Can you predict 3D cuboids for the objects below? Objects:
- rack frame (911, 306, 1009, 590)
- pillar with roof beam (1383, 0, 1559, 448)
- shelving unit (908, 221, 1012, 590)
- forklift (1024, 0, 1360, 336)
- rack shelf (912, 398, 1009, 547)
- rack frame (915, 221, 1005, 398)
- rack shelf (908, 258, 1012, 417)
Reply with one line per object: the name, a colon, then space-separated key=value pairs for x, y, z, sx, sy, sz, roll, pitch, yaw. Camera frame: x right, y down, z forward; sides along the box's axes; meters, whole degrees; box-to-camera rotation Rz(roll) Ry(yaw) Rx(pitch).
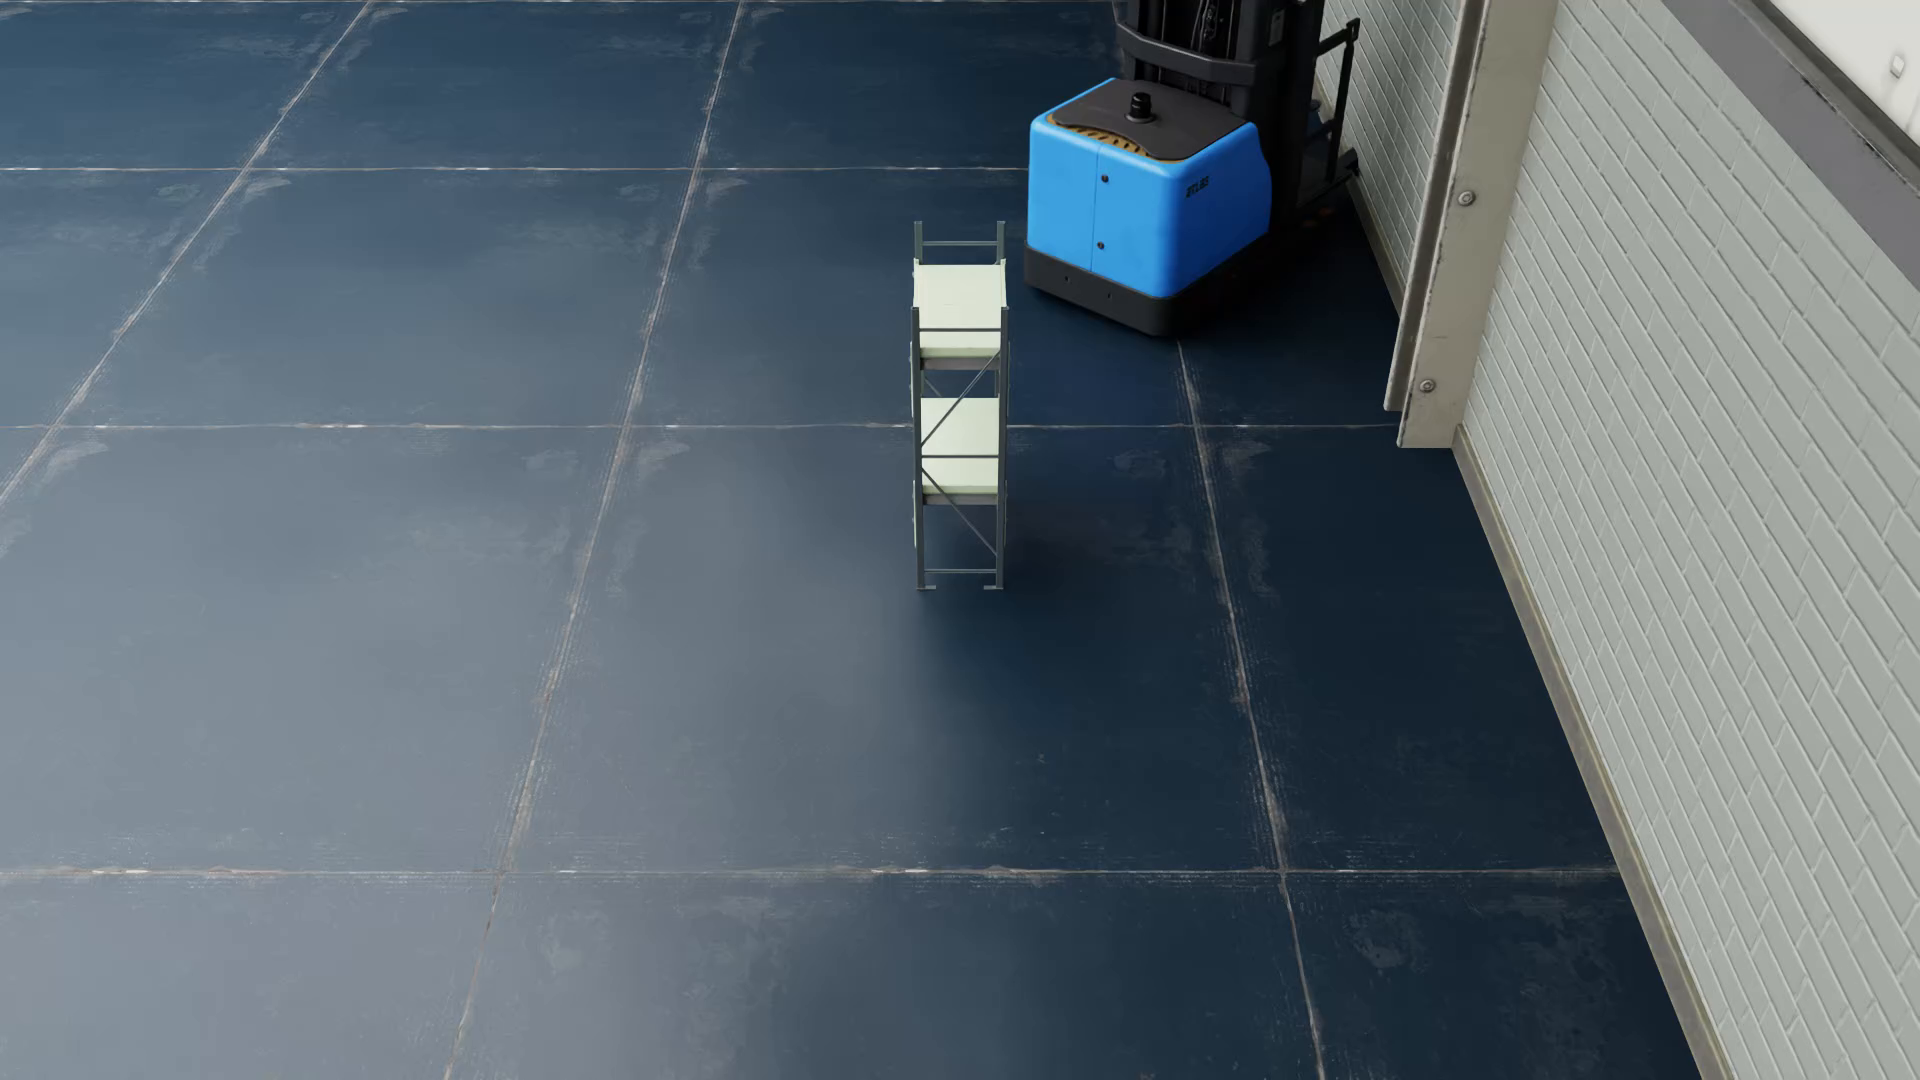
rack frame: x=0.000 y=-0.361 z=7.246 sx=0.400 sy=1.500 sz=0.023 roll=0 pitch=39 yaw=0
pillar with roof beam: x=-1.885 y=-4.109 z=5.928 sx=9.100 sy=9.000 sz=0.400 roll=0 pitch=39 yaw=0
shelving unit: x=0.000 y=-0.589 z=7.532 sx=0.431 sy=1.500 sz=0.755 roll=0 pitch=39 yaw=0
forklift: x=1.711 y=-3.134 z=9.563 sx=1.130 sy=2.935 sz=3.031 roll=28 pitch=46 yaw=30
rack shelf: x=0.000 y=-0.335 z=7.736 sx=0.431 sy=0.370 sz=0.720 roll=0 pitch=39 yaw=0
rack frame: x=0.000 y=-0.818 z=7.817 sx=0.400 sy=1.500 sz=0.023 roll=0 pitch=39 yaw=0
rack shelf: x=0.000 y=-0.894 z=7.288 sx=0.431 sy=0.370 sz=0.720 roll=0 pitch=39 yaw=0
